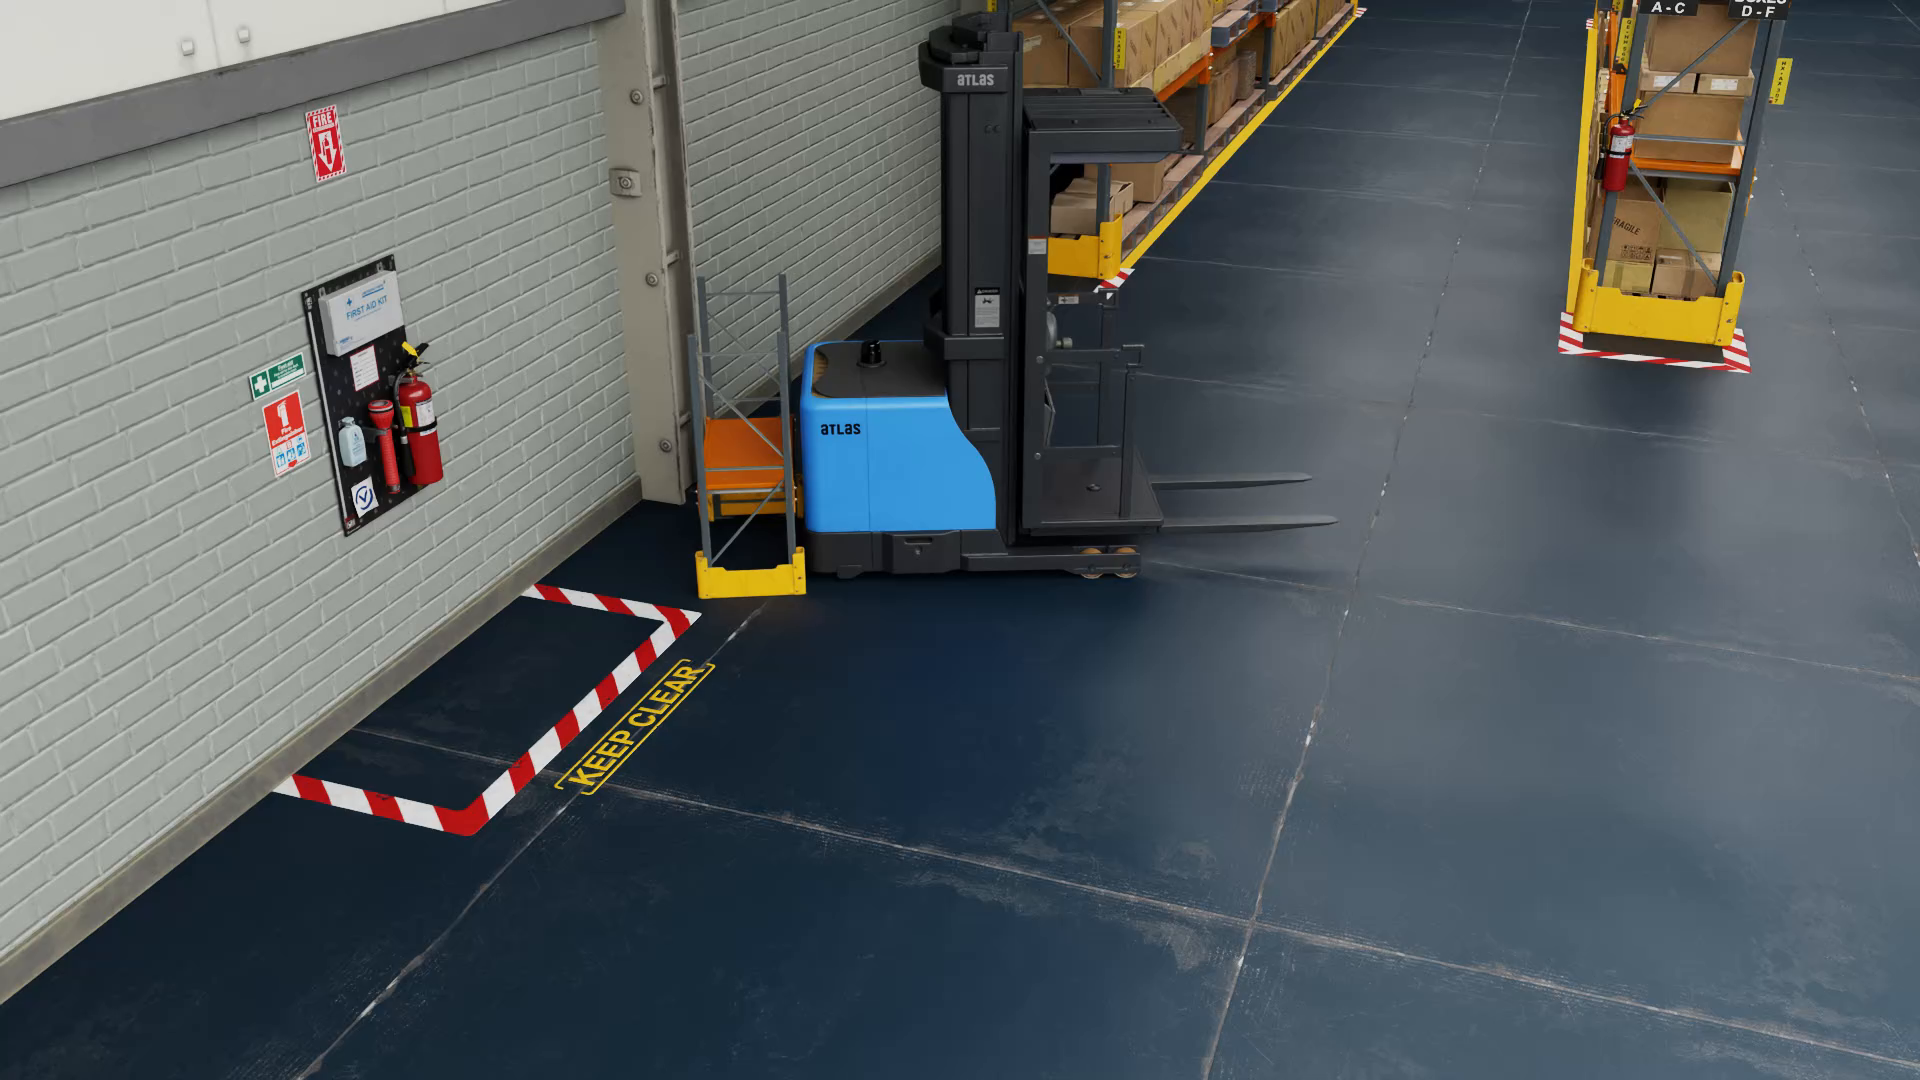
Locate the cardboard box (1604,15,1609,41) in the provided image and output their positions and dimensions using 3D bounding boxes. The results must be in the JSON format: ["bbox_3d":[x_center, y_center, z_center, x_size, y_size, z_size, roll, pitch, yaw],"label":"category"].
[{"bbox_3d":[8.571,-6.567,21.373,0.500,0.250,0.500,8,27,16],"label":"cardboard box"}]

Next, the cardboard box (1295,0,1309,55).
[{"bbox_3d":[4.402,-7.223,23.212,0.750,0.750,0.750,10,27,19],"label":"cardboard box"}]

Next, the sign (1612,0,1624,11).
[{"bbox_3d":[6.284,-5.209,15.829,0.100,0.325,0.005,9,27,17],"label":"sign"}]

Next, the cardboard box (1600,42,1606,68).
[{"bbox_3d":[8.392,-5.997,21.057,0.500,0.500,0.500,8,27,16],"label":"cardboard box"}]

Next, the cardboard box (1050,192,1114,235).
[{"bbox_3d":[1.110,-2.981,15.046,0.500,0.311,0.500,6,26,12],"label":"cardboard box"}]

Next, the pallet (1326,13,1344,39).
[{"bbox_3d":[5.520,-8.203,26.449,1.003,0.211,1.213,9,27,17],"label":"pallet"}]

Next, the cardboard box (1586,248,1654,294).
[{"bbox_3d":[5.368,-2.220,13.567,0.500,0.250,0.500,9,27,17],"label":"cardboard box"}]

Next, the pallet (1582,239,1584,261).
[{"bbox_3d":[6.090,-2.570,14.816,1.003,0.211,1.213,9,27,17],"label":"pallet"}]

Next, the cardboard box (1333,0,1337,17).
[{"bbox_3d":[5.648,-8.647,26.553,0.700,0.500,0.500,8,27,16],"label":"cardboard box"}]

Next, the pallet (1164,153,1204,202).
[{"bbox_3d":[1.936,-3.830,17.418,1.003,0.211,1.213,9,27,17],"label":"pallet"}]

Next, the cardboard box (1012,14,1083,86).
[{"bbox_3d":[0.752,-4.226,14.324,0.500,0.500,0.500,8,27,17],"label":"cardboard box"}]

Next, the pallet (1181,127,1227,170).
[{"bbox_3d":[2.384,-4.431,18.660,1.003,0.211,1.213,9,27,17],"label":"pallet"}]

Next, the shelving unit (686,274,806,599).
[{"bbox_3d":[-1.187,-0.600,9.267,0.587,1.500,1.083,-2,26,-5],"label":"shelving unit"}]

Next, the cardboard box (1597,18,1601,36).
[{"bbox_3d":[9.633,-7.508,24.395,0.500,0.311,0.500,9,27,17],"label":"cardboard box"}]

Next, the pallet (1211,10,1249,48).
[{"bbox_3d":[2.518,-5.573,18.038,1.003,0.211,1.213,9,27,17],"label":"pallet"}]

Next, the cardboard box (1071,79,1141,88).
[{"bbox_3d":[1.257,-3.818,14.343,0.500,0.250,0.500,8,27,16],"label":"cardboard box"}]

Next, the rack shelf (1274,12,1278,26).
[{"bbox_3d":[4.123,-7.508,22.640,1.077,0.370,4.000,9,27,17],"label":"rack shelf"}]

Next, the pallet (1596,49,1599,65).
[{"bbox_3d":[9.690,-6.964,23.891,1.003,0.211,1.213,9,27,17],"label":"pallet"}]

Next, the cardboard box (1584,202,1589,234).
[{"bbox_3d":[5.855,-2.838,14.843,0.500,0.250,0.500,9,27,17],"label":"cardboard box"}]

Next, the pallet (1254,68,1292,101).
[{"bbox_3d":[3.791,-6.068,22.040,1.003,0.211,1.213,9,27,17],"label":"pallet"}]

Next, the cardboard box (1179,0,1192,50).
[{"bbox_3d":[1.922,-4.995,15.912,0.500,0.500,0.500,8,27,16],"label":"cardboard box"}]

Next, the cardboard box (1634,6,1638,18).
[{"bbox_3d":[6.527,-4.904,15.577,0.380,0.149,0.250,9,27,17],"label":"cardboard box"}]

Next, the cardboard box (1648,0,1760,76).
[{"bbox_3d":[5.653,-3.846,12.648,0.700,0.500,0.500,9,27,18],"label":"cardboard box"}]

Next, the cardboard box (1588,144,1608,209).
[{"bbox_3d":[5.852,-3.176,14.681,0.500,0.500,0.500,9,27,17],"label":"cardboard box"}]

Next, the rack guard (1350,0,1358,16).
[{"bbox_3d":[6.127,-9.182,28.141,1.175,0.500,0.348,9,27,17],"label":"rack guard"}]

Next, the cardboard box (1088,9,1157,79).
[{"bbox_3d":[1.411,-4.356,14.592,0.500,0.500,0.500,9,27,18],"label":"cardboard box"}]

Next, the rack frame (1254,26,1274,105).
[{"bbox_3d":[3.457,-7.010,20.786,1.000,3.000,0.127,9,27,17],"label":"rack frame"}]

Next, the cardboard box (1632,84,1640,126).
[{"bbox_3d":[5.976,-3.660,13.753,0.700,0.500,0.500,9,27,18],"label":"cardboard box"}]

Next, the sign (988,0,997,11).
[{"bbox_3d":[0.278,-4.474,13.858,0.100,0.325,0.005,9,27,17],"label":"sign"}]

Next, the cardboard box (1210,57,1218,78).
[{"bbox_3d":[2.668,-5.477,19.123,0.500,0.250,0.500,8,27,16],"label":"cardboard box"}]

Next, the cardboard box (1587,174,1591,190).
[{"bbox_3d":[6.359,-3.454,16.115,0.500,0.250,0.500,9,27,17],"label":"cardboard box"}]

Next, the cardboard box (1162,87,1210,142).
[{"bbox_3d":[2.355,-4.744,18.469,0.700,0.500,0.500,10,27,19],"label":"cardboard box"}]

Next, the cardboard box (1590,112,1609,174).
[{"bbox_3d":[6.349,-3.793,15.955,0.500,0.500,0.500,9,27,17],"label":"cardboard box"}]

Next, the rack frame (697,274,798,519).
[{"bbox_3d":[-1.232,-0.817,9.715,0.500,1.500,0.032,-2,26,-5],"label":"rack frame"}]

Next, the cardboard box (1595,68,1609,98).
[{"bbox_3d":[7.679,-5.324,19.334,0.500,0.311,0.500,10,27,19],"label":"cardboard box"}]

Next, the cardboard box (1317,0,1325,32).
[{"bbox_3d":[5.134,-8.010,25.238,0.700,0.500,0.500,9,27,18],"label":"cardboard box"}]

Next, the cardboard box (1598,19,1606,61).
[{"bbox_3d":[9.070,-6.846,22.812,0.500,0.500,0.500,8,27,15],"label":"cardboard box"}]

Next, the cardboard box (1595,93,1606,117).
[{"bbox_3d":[7.169,-4.686,18.017,0.500,0.311,0.500,8,27,17],"label":"cardboard box"}]

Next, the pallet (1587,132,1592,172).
[{"bbox_3d":[7.412,-4.206,18.194,1.003,0.211,1.213,9,27,17],"label":"pallet"}]

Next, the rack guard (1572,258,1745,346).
[{"bbox_3d":[5.460,-1.870,13.040,1.175,0.500,0.348,9,27,17],"label":"rack guard"}]

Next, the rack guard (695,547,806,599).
[{"bbox_3d":[-1.142,0.179,9.093,0.587,0.250,0.087,-2,26,-5],"label":"rack guard"}]

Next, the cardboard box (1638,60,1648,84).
[{"bbox_3d":[5.501,-3.635,12.956,0.380,0.149,0.250,9,27,19],"label":"cardboard box"}]

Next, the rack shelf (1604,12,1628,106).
[{"bbox_3d":[7.464,-5.147,17.764,1.077,0.370,4.000,9,27,17],"label":"rack shelf"}]

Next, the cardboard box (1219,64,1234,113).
[{"bbox_3d":[2.847,-5.376,19.775,0.700,0.500,0.500,9,27,17],"label":"cardboard box"}]

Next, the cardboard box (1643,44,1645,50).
[{"bbox_3d":[5.759,-3.951,13.609,0.380,0.149,0.250,10,27,19],"label":"cardboard box"}]

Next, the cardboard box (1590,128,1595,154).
[{"bbox_3d":[7.003,-4.231,17.720,0.500,0.250,0.500,9,27,19],"label":"cardboard box"}]

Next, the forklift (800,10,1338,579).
[{"bbox_3d":[0.621,-1.333,9.140,3.031,2.935,1.130,-1,26,-3],"label":"forklift"}]

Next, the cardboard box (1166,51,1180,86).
[{"bbox_3d":[1.762,-4.450,15.647,0.500,0.250,0.500,9,27,18],"label":"cardboard box"}]

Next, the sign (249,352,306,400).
[{"bbox_3d":[-2.914,-0.703,7.110,0.001,0.109,0.331,9,27,17],"label":"sign"}]

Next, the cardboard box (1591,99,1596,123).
[{"bbox_3d":[7.512,-4.865,19.029,0.500,0.250,0.500,8,27,16],"label":"cardboard box"}]

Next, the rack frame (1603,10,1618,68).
[{"bbox_3d":[8.130,-6.293,19.305,1.000,3.000,0.127,9,27,17],"label":"rack frame"}]

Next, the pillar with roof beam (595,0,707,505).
[{"bbox_3d":[2.275,-3.746,7.160,9.100,9.000,0.400,9,27,17],"label":"pillar with roof beam"}]

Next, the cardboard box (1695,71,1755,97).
[{"bbox_3d":[5.801,-3.472,12.621,0.380,0.149,0.250,9,27,17],"label":"cardboard box"}]

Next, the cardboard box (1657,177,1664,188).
[{"bbox_3d":[6.175,-2.896,14.101,0.500,0.500,0.500,9,27,17],"label":"cardboard box"}]

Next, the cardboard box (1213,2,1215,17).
[{"bbox_3d":[2.328,-5.813,17.695,0.700,0.500,0.500,9,27,18],"label":"cardboard box"}]

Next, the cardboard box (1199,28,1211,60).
[{"bbox_3d":[2.254,-5.069,16.926,0.500,0.250,0.500,9,27,18],"label":"cardboard box"}]

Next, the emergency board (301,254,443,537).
[{"bbox_3d":[-2.643,-0.660,7.670,0.194,1.169,0.643,9,27,17],"label":"emergency board"}]

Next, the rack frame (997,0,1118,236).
[{"bbox_3d":[0.795,-3.722,13.996,1.000,3.000,0.127,9,27,17],"label":"rack frame"}]
